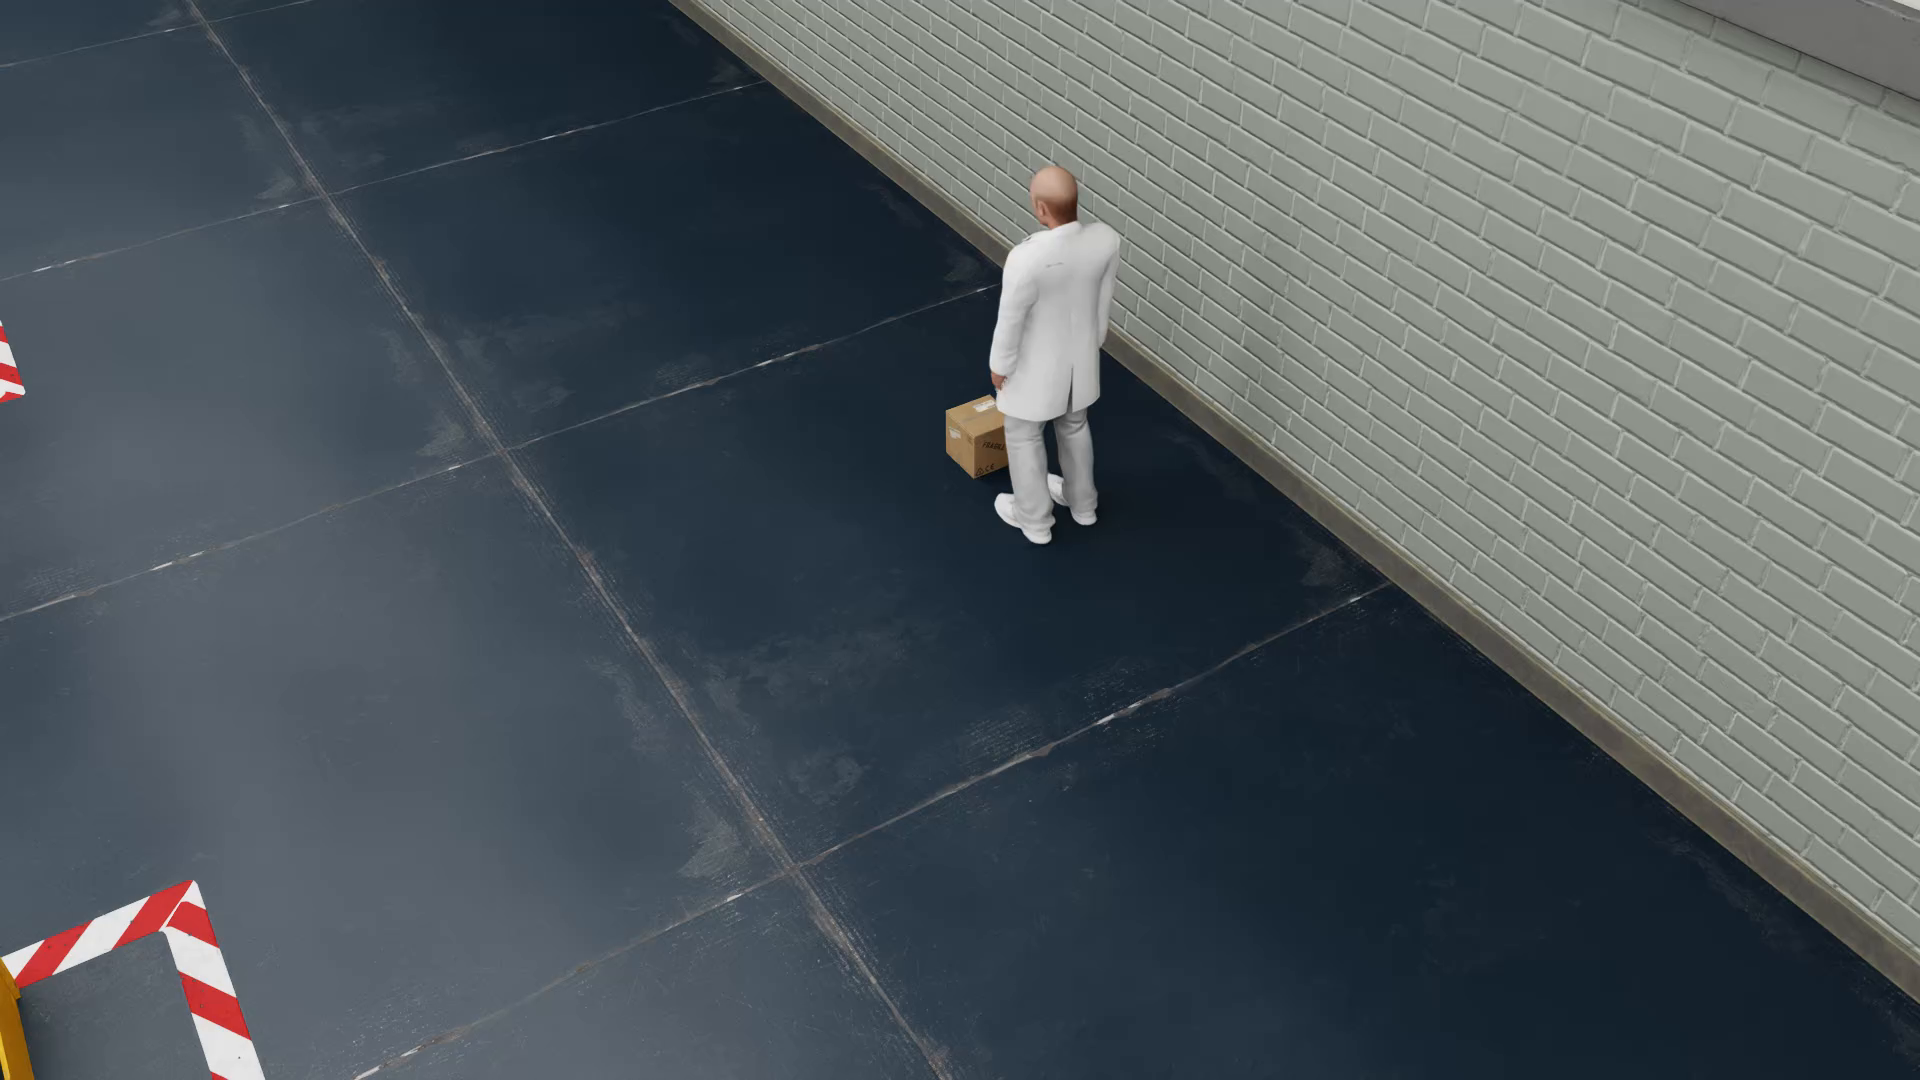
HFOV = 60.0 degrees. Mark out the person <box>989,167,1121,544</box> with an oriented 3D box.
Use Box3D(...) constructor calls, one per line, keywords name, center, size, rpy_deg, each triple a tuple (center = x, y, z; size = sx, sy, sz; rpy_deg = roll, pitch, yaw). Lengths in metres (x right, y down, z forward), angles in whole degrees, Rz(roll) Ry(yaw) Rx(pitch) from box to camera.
Box3D(name="person", center=(0.374, -0.785, 7.103), size=(0.562, 1.773, 0.379), rpy_deg=(-21, 45, -23))
